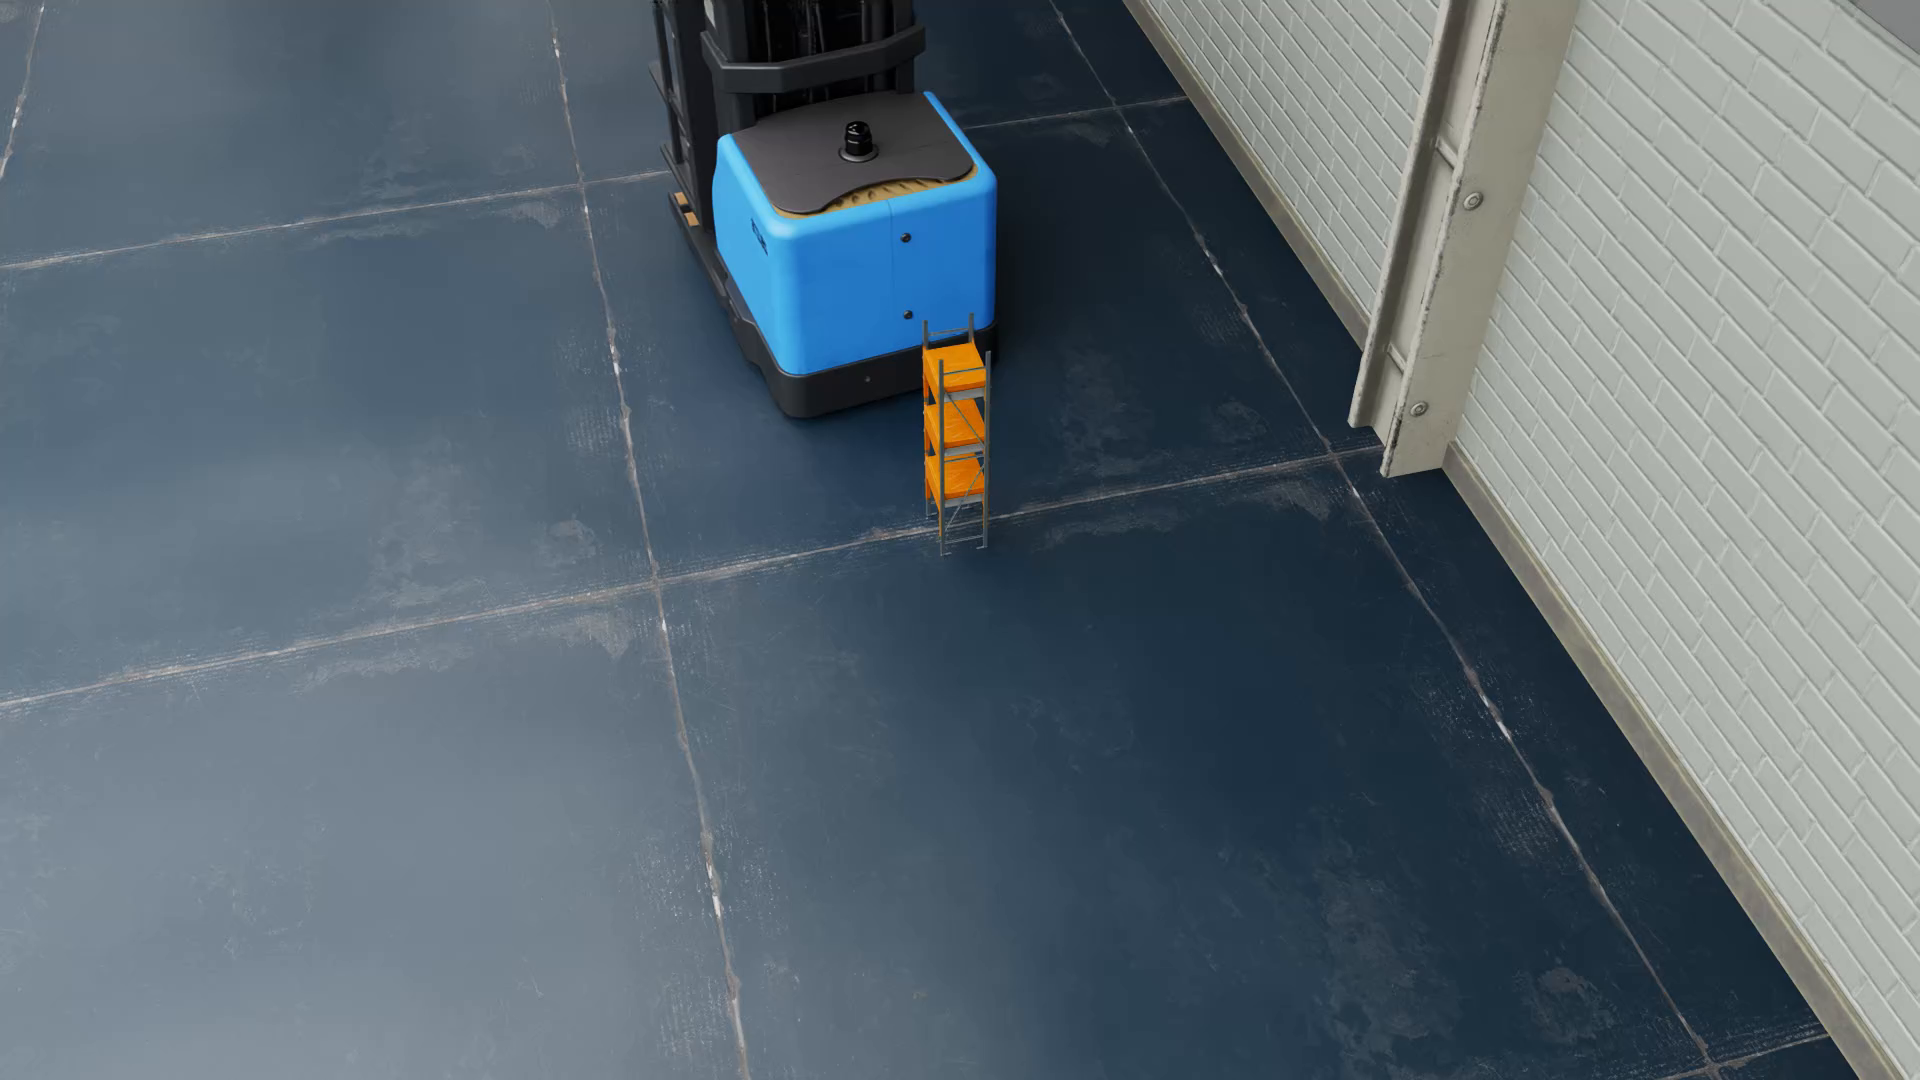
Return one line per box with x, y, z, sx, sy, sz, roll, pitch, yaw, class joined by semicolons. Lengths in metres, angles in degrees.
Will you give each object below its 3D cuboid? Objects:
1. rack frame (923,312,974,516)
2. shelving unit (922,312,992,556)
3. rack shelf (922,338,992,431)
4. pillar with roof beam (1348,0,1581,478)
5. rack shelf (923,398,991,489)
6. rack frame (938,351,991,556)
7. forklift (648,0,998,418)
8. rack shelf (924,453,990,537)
-0.045;-0.489;6.745;0.200;1.050;0.008;-11;47;-10;rack frame
-0.014;-0.404;6.662;0.215;1.050;0.252;-11;47;-10;shelving unit
-0.014;-0.596;6.467;0.215;0.259;0.240;-11;47;-10;rack shelf
-2.208;-2.798;3.443;9.100;9.000;0.400;-11;47;-10;pillar with roof beam
-0.014;-0.397;6.670;0.215;0.259;0.240;-11;47;-10;rack shelf
0.017;-0.320;6.579;0.200;1.050;0.008;-11;47;-10;rack frame
-0.855;-2.638;7.534;1.130;2.935;3.031;-16;48;-15;forklift
-0.014;-0.202;6.868;0.215;0.259;0.240;-11;47;-10;rack shelf
